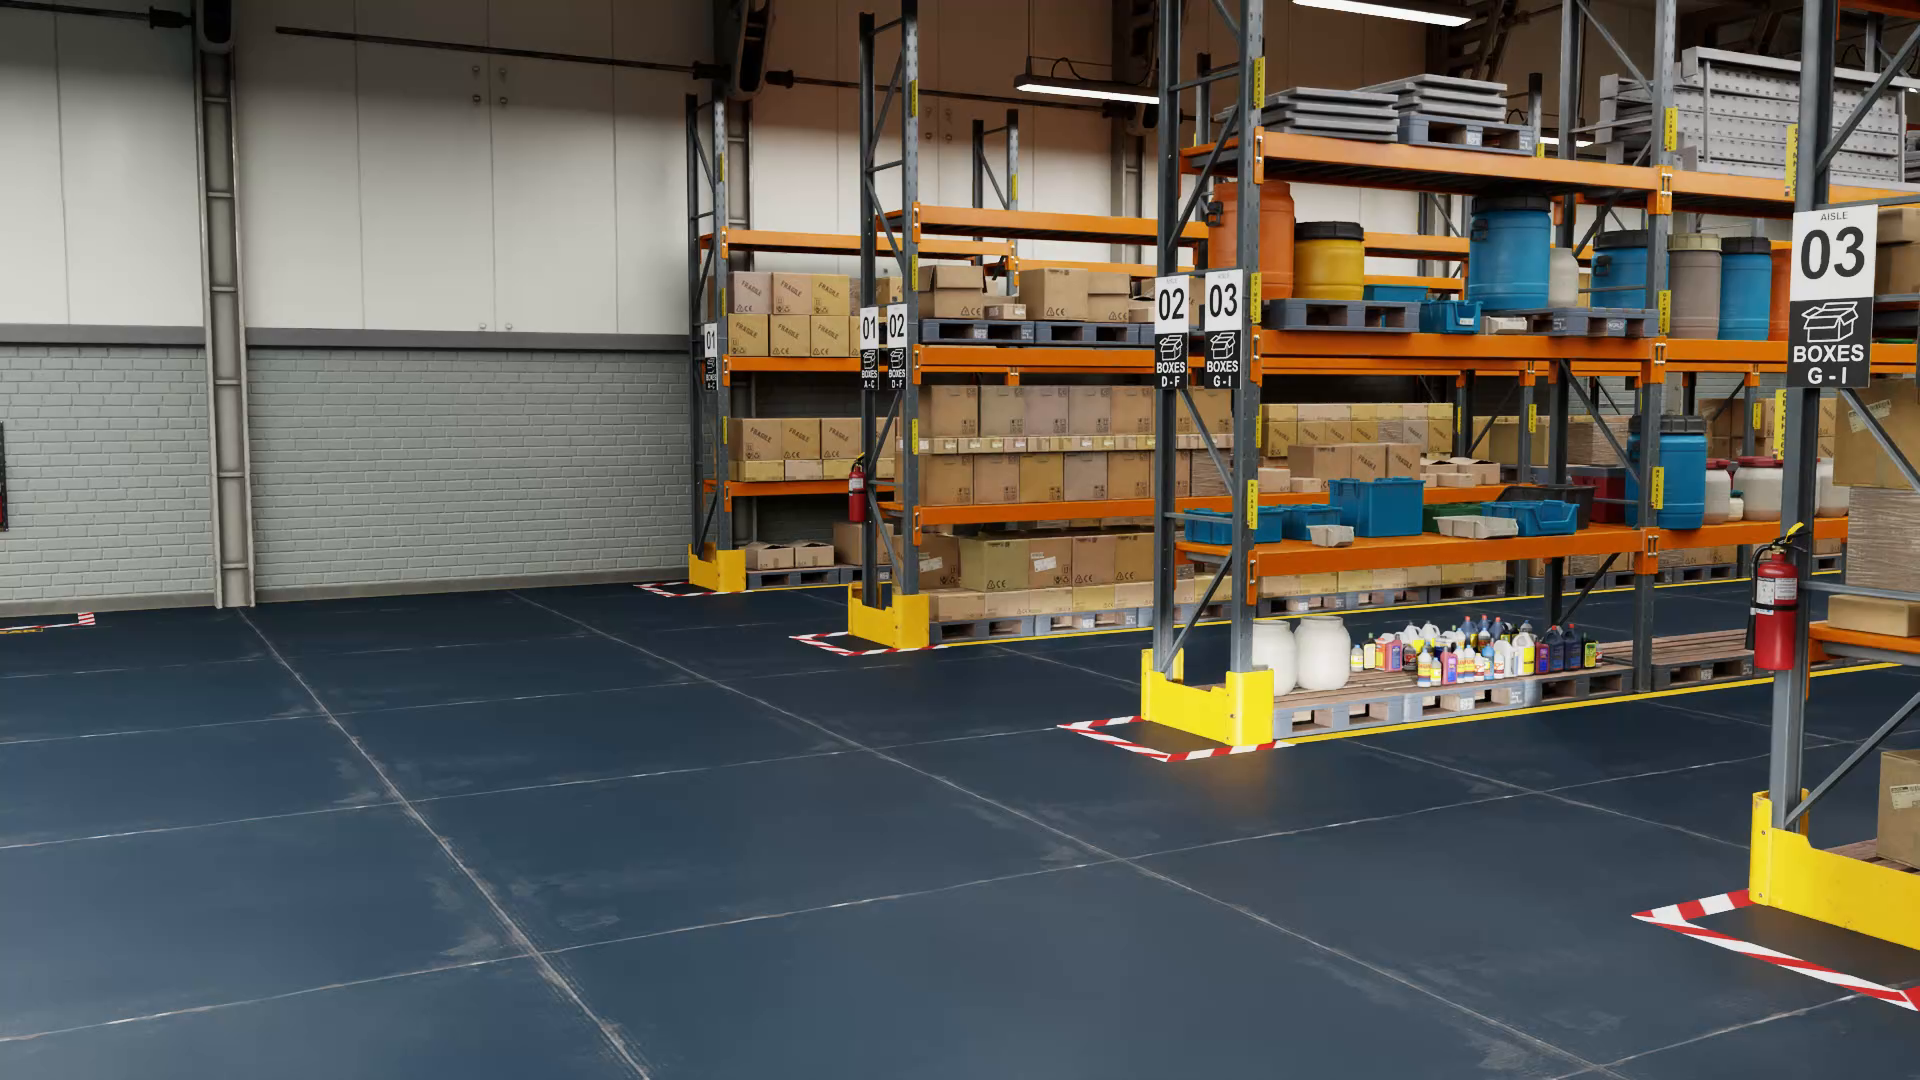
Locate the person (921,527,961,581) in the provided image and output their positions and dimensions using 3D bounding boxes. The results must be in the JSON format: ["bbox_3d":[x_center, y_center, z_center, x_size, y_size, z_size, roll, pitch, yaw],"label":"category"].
[{"bbox_3d":[-0.189,0.319,18.038,0.801,0.943,0.493,-3,6,-29],"label":"person"}]
